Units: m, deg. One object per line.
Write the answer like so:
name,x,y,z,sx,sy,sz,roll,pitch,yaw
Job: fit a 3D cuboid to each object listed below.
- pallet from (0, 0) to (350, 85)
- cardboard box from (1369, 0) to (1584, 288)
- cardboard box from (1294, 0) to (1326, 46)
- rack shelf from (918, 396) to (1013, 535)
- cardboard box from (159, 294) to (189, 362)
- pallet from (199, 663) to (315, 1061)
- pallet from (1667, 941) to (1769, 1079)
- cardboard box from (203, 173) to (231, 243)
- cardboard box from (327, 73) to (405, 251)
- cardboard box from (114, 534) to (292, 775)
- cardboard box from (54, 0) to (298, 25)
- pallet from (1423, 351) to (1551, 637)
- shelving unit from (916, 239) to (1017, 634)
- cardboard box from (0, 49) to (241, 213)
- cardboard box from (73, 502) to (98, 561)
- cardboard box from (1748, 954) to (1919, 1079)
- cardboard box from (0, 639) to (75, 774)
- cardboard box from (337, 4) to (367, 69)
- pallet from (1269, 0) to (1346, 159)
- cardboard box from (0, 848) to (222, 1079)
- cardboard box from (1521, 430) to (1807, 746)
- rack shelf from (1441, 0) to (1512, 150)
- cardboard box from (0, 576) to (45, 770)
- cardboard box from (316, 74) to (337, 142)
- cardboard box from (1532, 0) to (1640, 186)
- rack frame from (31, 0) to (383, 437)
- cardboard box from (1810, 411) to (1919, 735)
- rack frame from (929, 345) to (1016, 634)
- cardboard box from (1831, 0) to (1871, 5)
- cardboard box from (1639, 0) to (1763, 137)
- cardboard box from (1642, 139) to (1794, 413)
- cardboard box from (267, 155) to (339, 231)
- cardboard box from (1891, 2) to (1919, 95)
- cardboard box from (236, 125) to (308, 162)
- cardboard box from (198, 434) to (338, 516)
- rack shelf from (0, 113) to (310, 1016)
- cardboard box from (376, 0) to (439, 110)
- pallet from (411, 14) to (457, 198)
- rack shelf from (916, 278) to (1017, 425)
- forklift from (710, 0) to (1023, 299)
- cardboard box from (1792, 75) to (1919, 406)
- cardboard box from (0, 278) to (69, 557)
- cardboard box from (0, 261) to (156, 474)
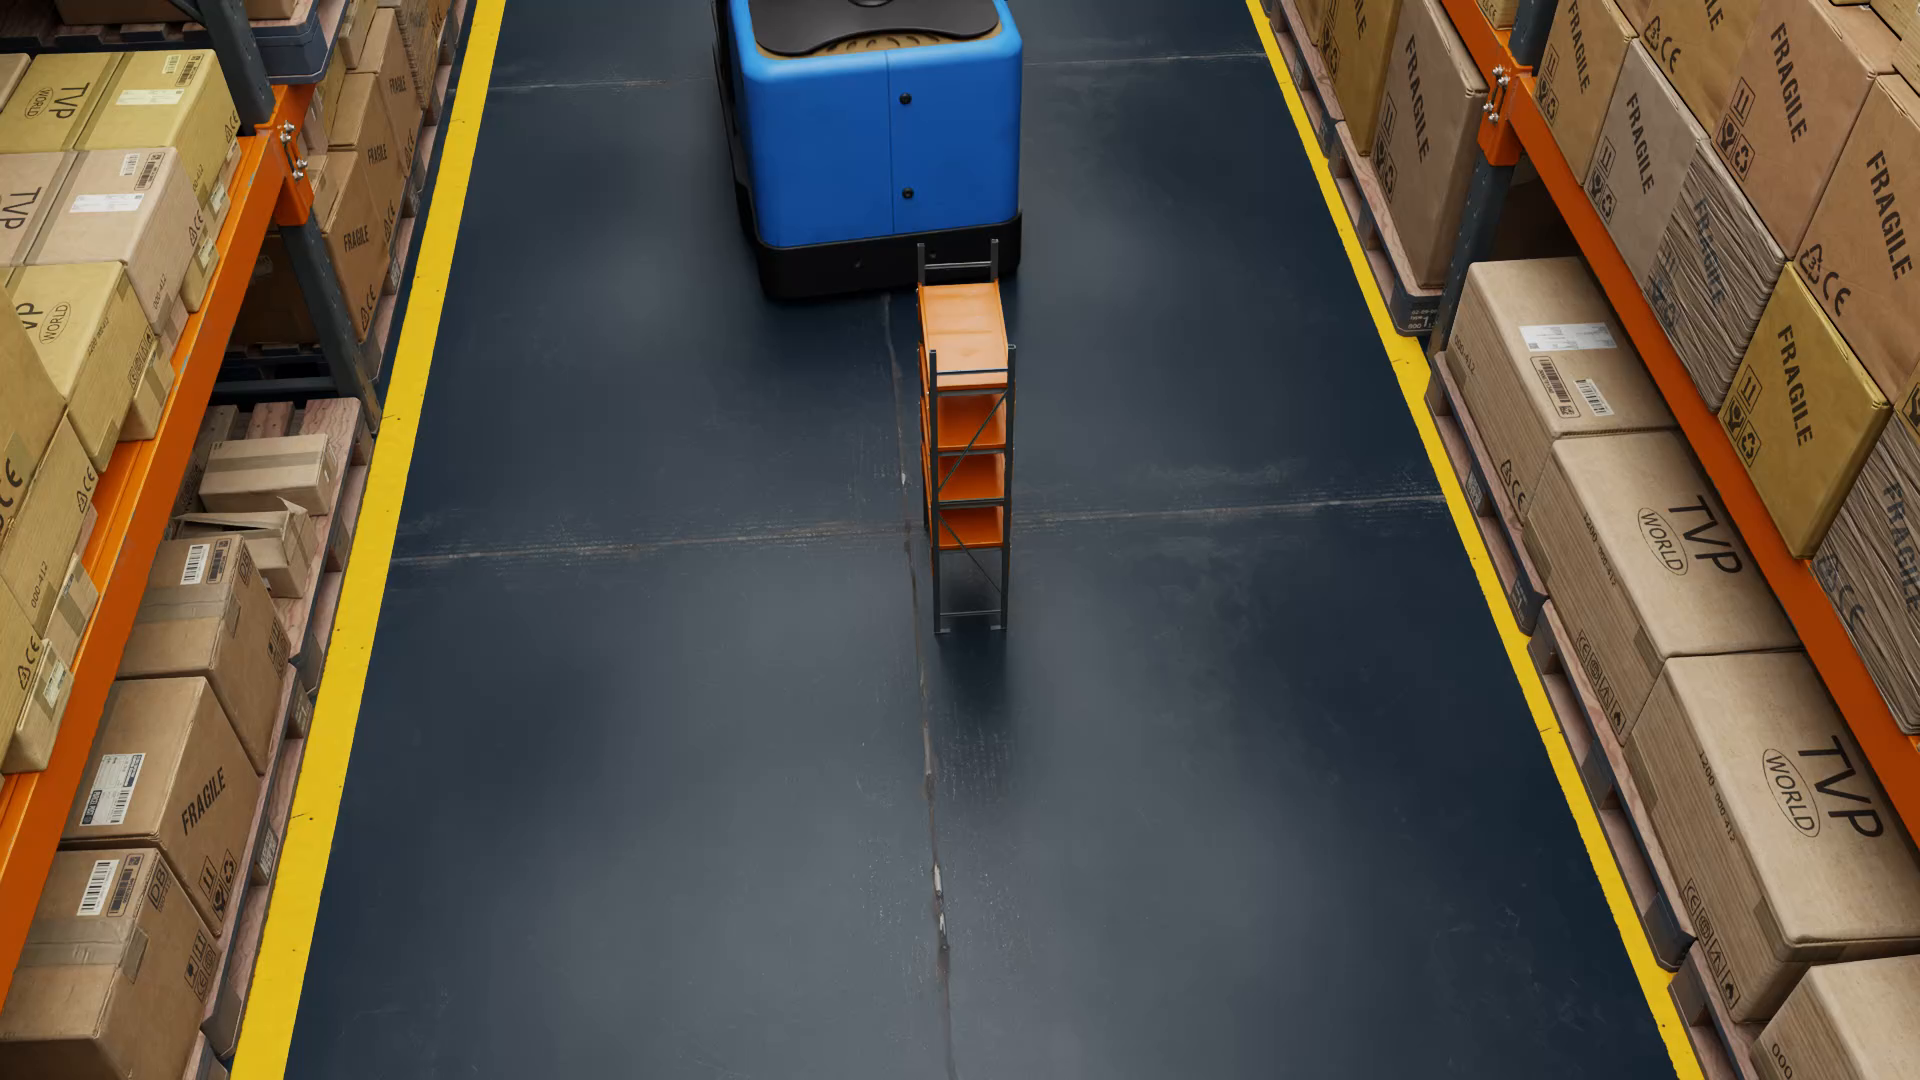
pallet,-2.603,-1.947,5.660,1.003,0.211,1.213,-3,47,-3
cardboard box,2.170,-1.590,6.364,0.875,0.875,0.875,-2,47,-2
cardboard box,2.012,-2.890,7.595,0.875,0.875,0.875,-3,47,-3
rack shelf,0.014,-0.247,5.250,0.258,0.148,0.480,-3,47,-3
cardboard box,-2.282,-0.561,4.389,0.380,0.149,0.250,-2,47,-2
pallet,-2.483,0.913,4.740,1.003,0.211,1.213,-3,47,-3
pallet,2.491,1.547,4.140,1.003,0.211,1.213,-3,47,-3
cardboard box,-2.323,-0.939,4.747,0.380,0.149,0.250,-2,47,-2
cardboard box,-2.515,-1.461,6.500,0.500,0.500,0.500,-4,47,-4
cardboard box,-2.386,0.361,4.775,0.700,0.500,0.500,-5,47,-5
cardboard box,-2.462,-1.970,5.192,0.700,0.500,0.500,-2,47,-2
pallet,2.287,-0.219,5.812,1.003,0.211,1.213,-3,47,-3
shelving unit,0.014,-0.293,5.201,0.258,1.200,0.503,-3,47,-3
cardboard box,-2.359,-1.125,4.648,0.500,0.250,0.500,-2,47,-2
cardboard box,-2.255,-0.009,3.865,0.380,0.149,0.250,-4,47,-3
cardboard box,2.481,1.427,3.808,0.875,0.438,0.875,-5,47,-5
cardboard box,-2.122,0.363,3.513,0.380,0.149,0.250,-5,47,-4
cardboard box,-2.563,-1.973,6.538,0.380,0.149,0.250,-4,47,-3
pallet,2.057,-2.212,7.699,1.003,0.211,1.213,-3,47,-3
cardboard box,-2.299,1.112,4.063,0.700,0.500,0.500,-2,47,-2
cardboard box,2.323,0.113,5.053,0.875,0.438,0.875,-5,47,-4
rack shelf,2.134,-2.932,6.956,1.077,0.370,4.000,-3,47,-3
cardboard box,-2.167,0.339,3.261,0.500,0.250,0.500,-4,47,-4
cardboard box,-2.542,-1.592,6.178,0.380,0.149,0.250,-6,47,-5
cardboard box,2.080,-1.411,4.952,0.500,0.500,0.500,-2,47,-2
rack frame,-2.644,-1.428,5.036,1.000,3.000,0.127,-3,47,-3
cardboard box,2.252,0.059,3.559,0.500,0.500,0.500,-2,47,-2
rack frame,0.034,-0.116,5.034,0.240,1.200,0.015,-3,47,-3
cardboard box,2.123,-1.345,3.754,0.380,0.149,0.250,-5,47,-4
cardboard box,2.136,-1.386,4.239,0.500,0.500,0.500,-4,47,-4
cardboard box,2.153,-0.687,4.266,0.500,0.500,0.500,-3,47,-3
cardboard box,-2.409,-1.212,5.817,0.380,0.149,0.250,-1,47,-1
cardboard box,2.178,-0.986,3.414,0.380,0.149,0.250,-3,47,-3
cardboard box,-2.470,-1.310,5.706,0.380,0.149,0.250,-4,47,-4
cardboard box,-2.305,-0.207,5.554,0.380,0.149,0.250,-5,47,-4
rack shelf,-2.477,0.266,3.927,1.077,0.370,4.000,-3,47,-3
cardboard box,-2.590,-2.198,7.198,0.500,0.500,0.500,-5,47,-5
pallet,-2.855,-1.940,7.442,1.003,0.211,1.213,-3,47,-3
rack shelf,0.014,-0.563,4.916,0.258,0.148,0.480,-3,47,-3
forklift,-0.538,-3.046,6.616,1.130,2.935,3.031,-8,47,-7
cardboard box,2.207,-0.649,3.541,0.500,0.500,0.500,-4,47,-4
cardboard box,-2.205,-0.272,3.324,0.500,0.500,0.500,-2,47,-2
cardboard box,-2.273,-0.402,3.963,0.500,0.250,0.500,-4,47,-4
